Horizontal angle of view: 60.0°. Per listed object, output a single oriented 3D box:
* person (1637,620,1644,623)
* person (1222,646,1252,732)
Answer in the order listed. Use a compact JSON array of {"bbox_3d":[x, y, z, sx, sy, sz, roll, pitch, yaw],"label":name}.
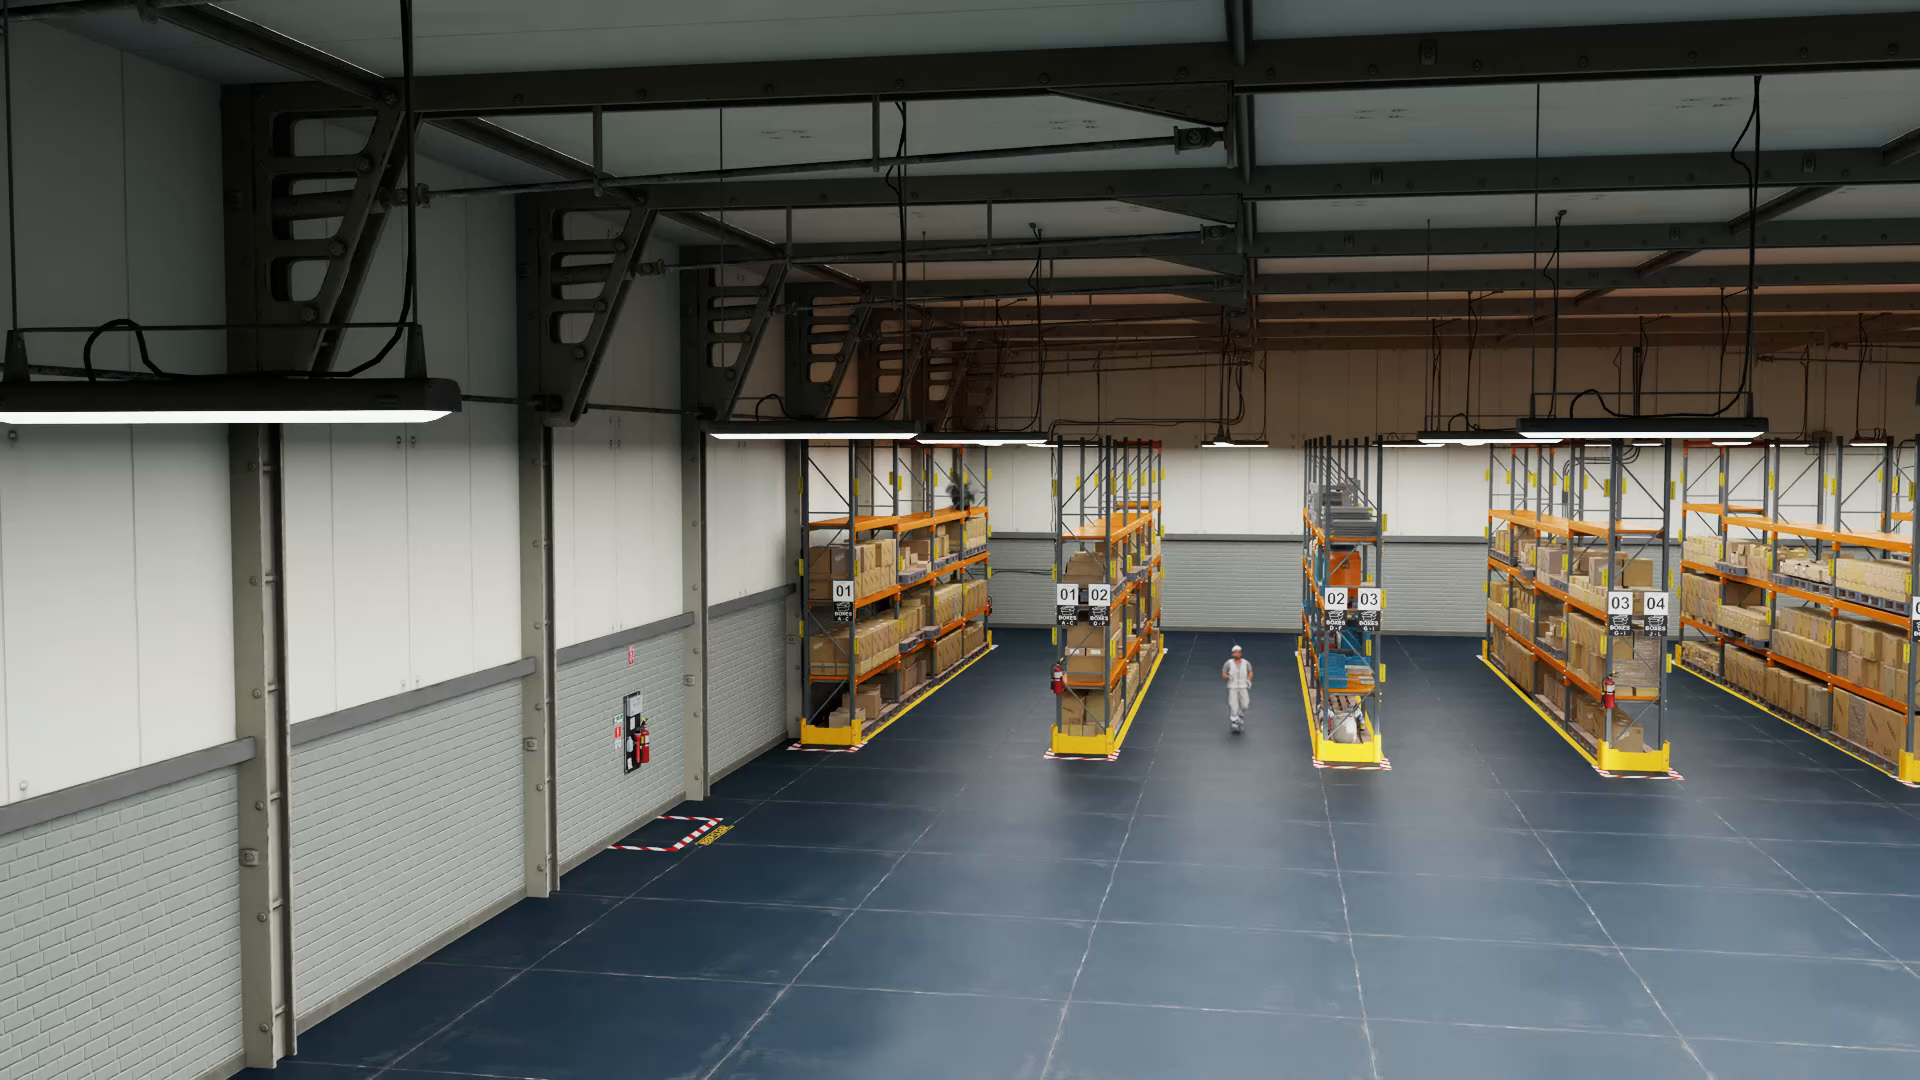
[{"bbox_3d":[17.837,2.601,43.771,0.548,1.533,0.568,1,3,16],"label":"person"},{"bbox_3d":[5.621,3.017,33.560,0.639,1.756,0.609,0,3,1],"label":"person"}]
